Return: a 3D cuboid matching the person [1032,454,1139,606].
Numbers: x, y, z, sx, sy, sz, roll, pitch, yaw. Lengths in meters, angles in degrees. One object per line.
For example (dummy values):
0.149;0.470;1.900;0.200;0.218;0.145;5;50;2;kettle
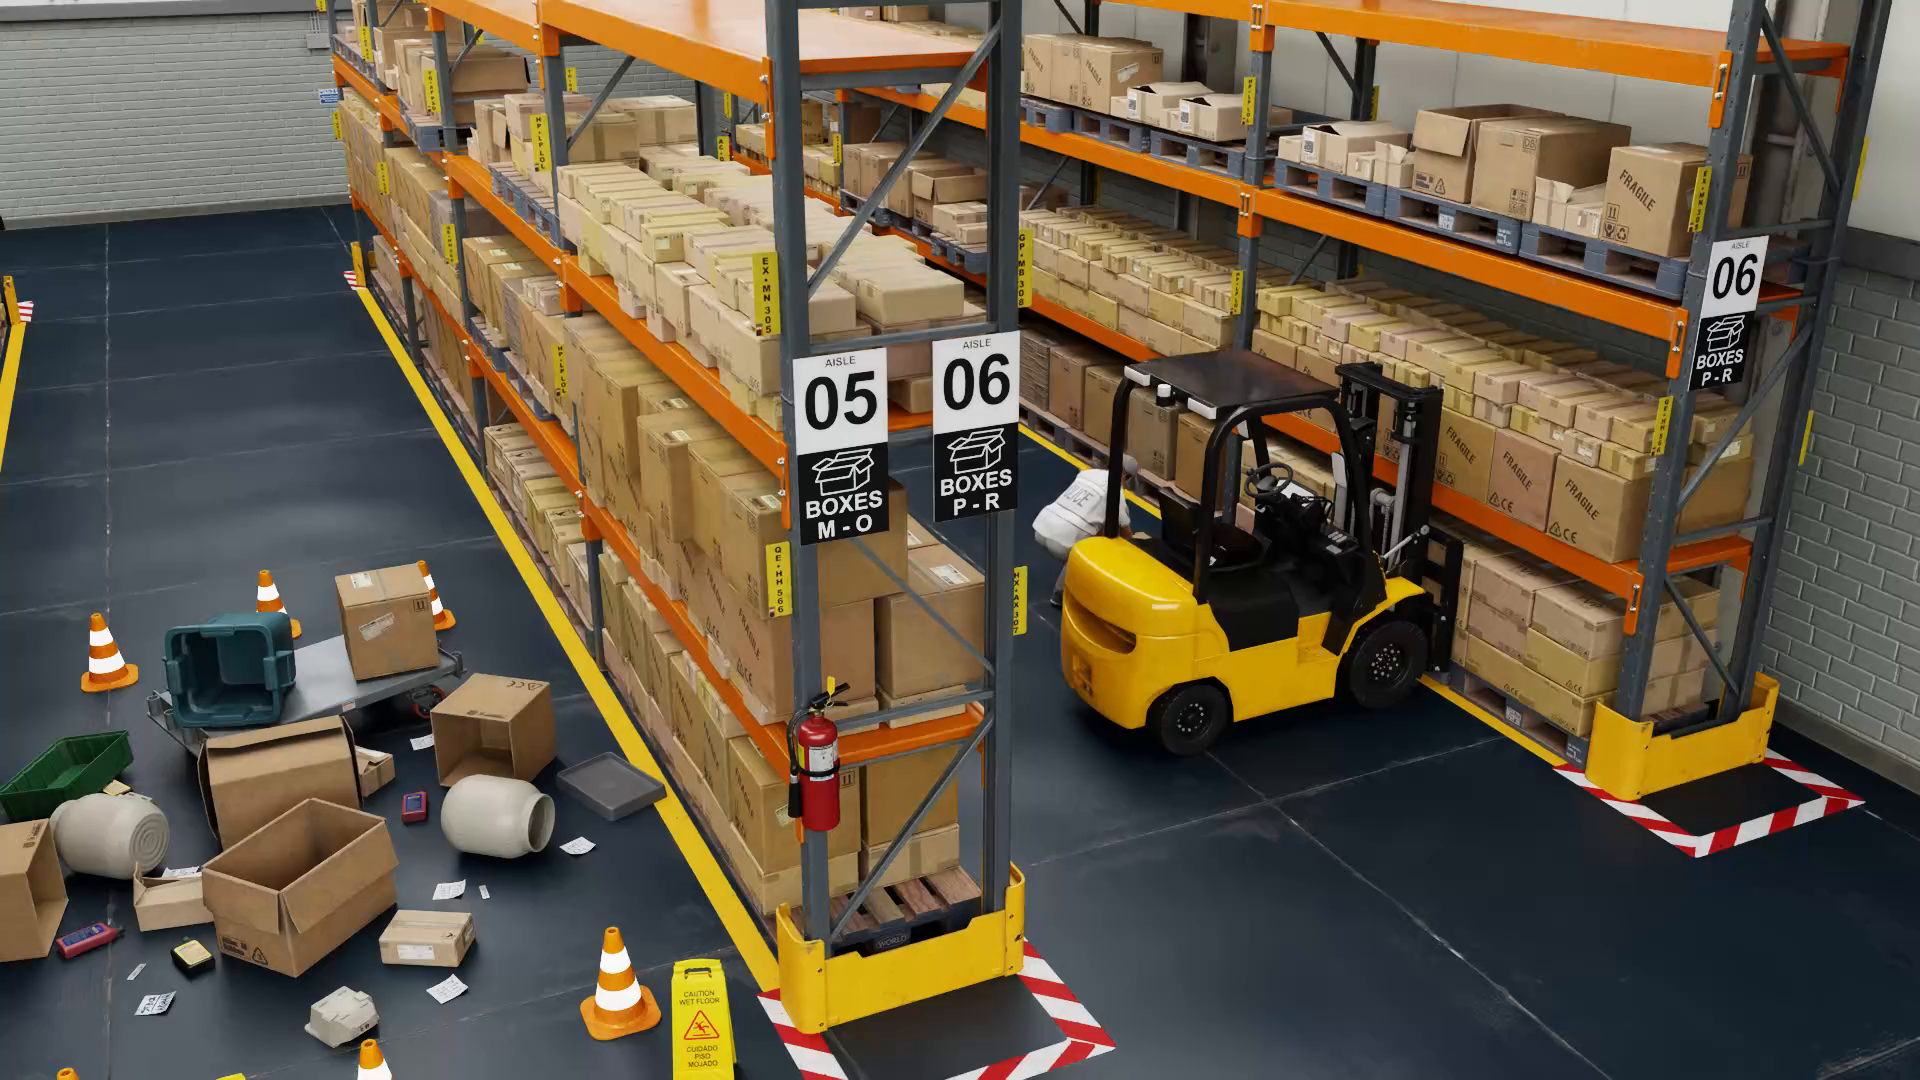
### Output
0.914;-0.033;11.819;0.827;1.108;0.537;-10;24;-24;person
